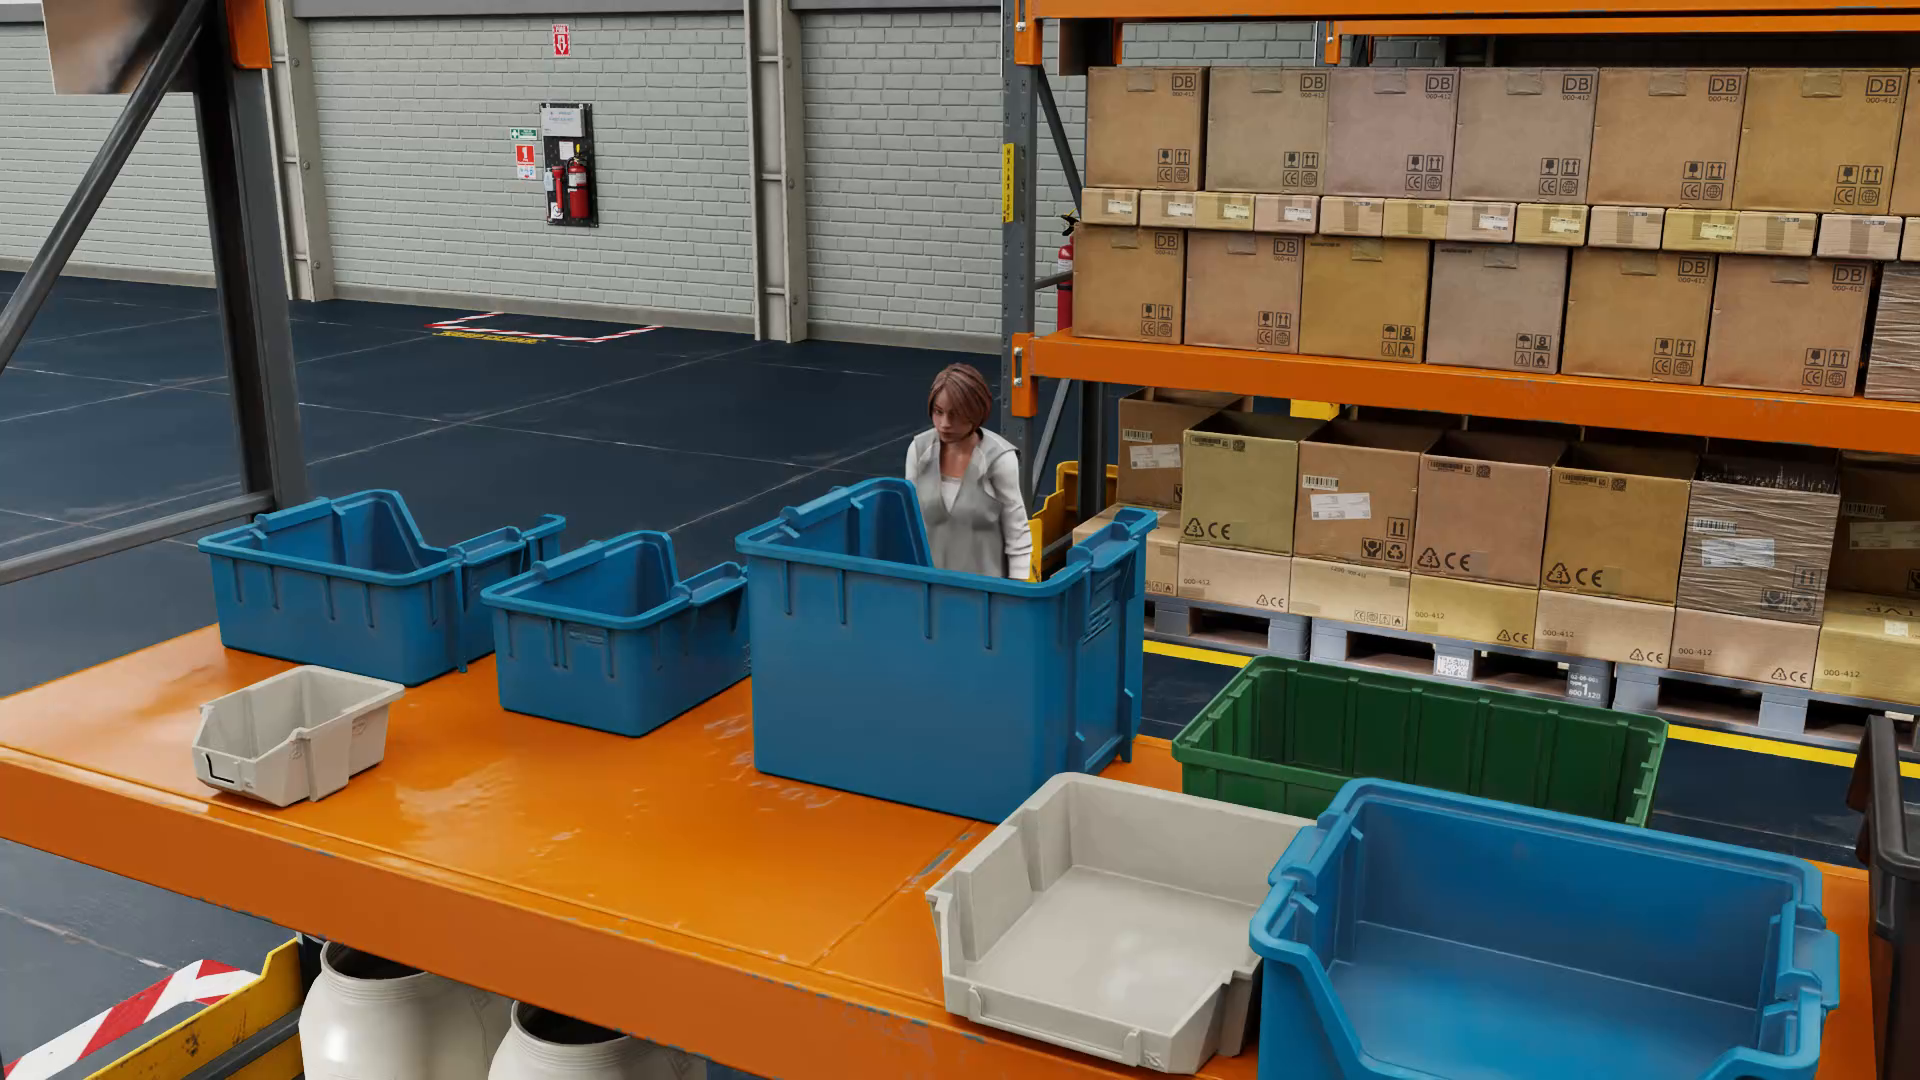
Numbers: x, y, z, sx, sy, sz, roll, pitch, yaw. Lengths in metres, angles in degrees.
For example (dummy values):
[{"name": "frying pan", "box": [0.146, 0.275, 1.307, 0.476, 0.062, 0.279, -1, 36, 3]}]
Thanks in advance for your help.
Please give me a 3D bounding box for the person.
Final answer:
[{"name": "person", "box": [-0.004, 0.221, 5.306, 0.472, 1.580, 0.347, 7, 17, 23]}]
